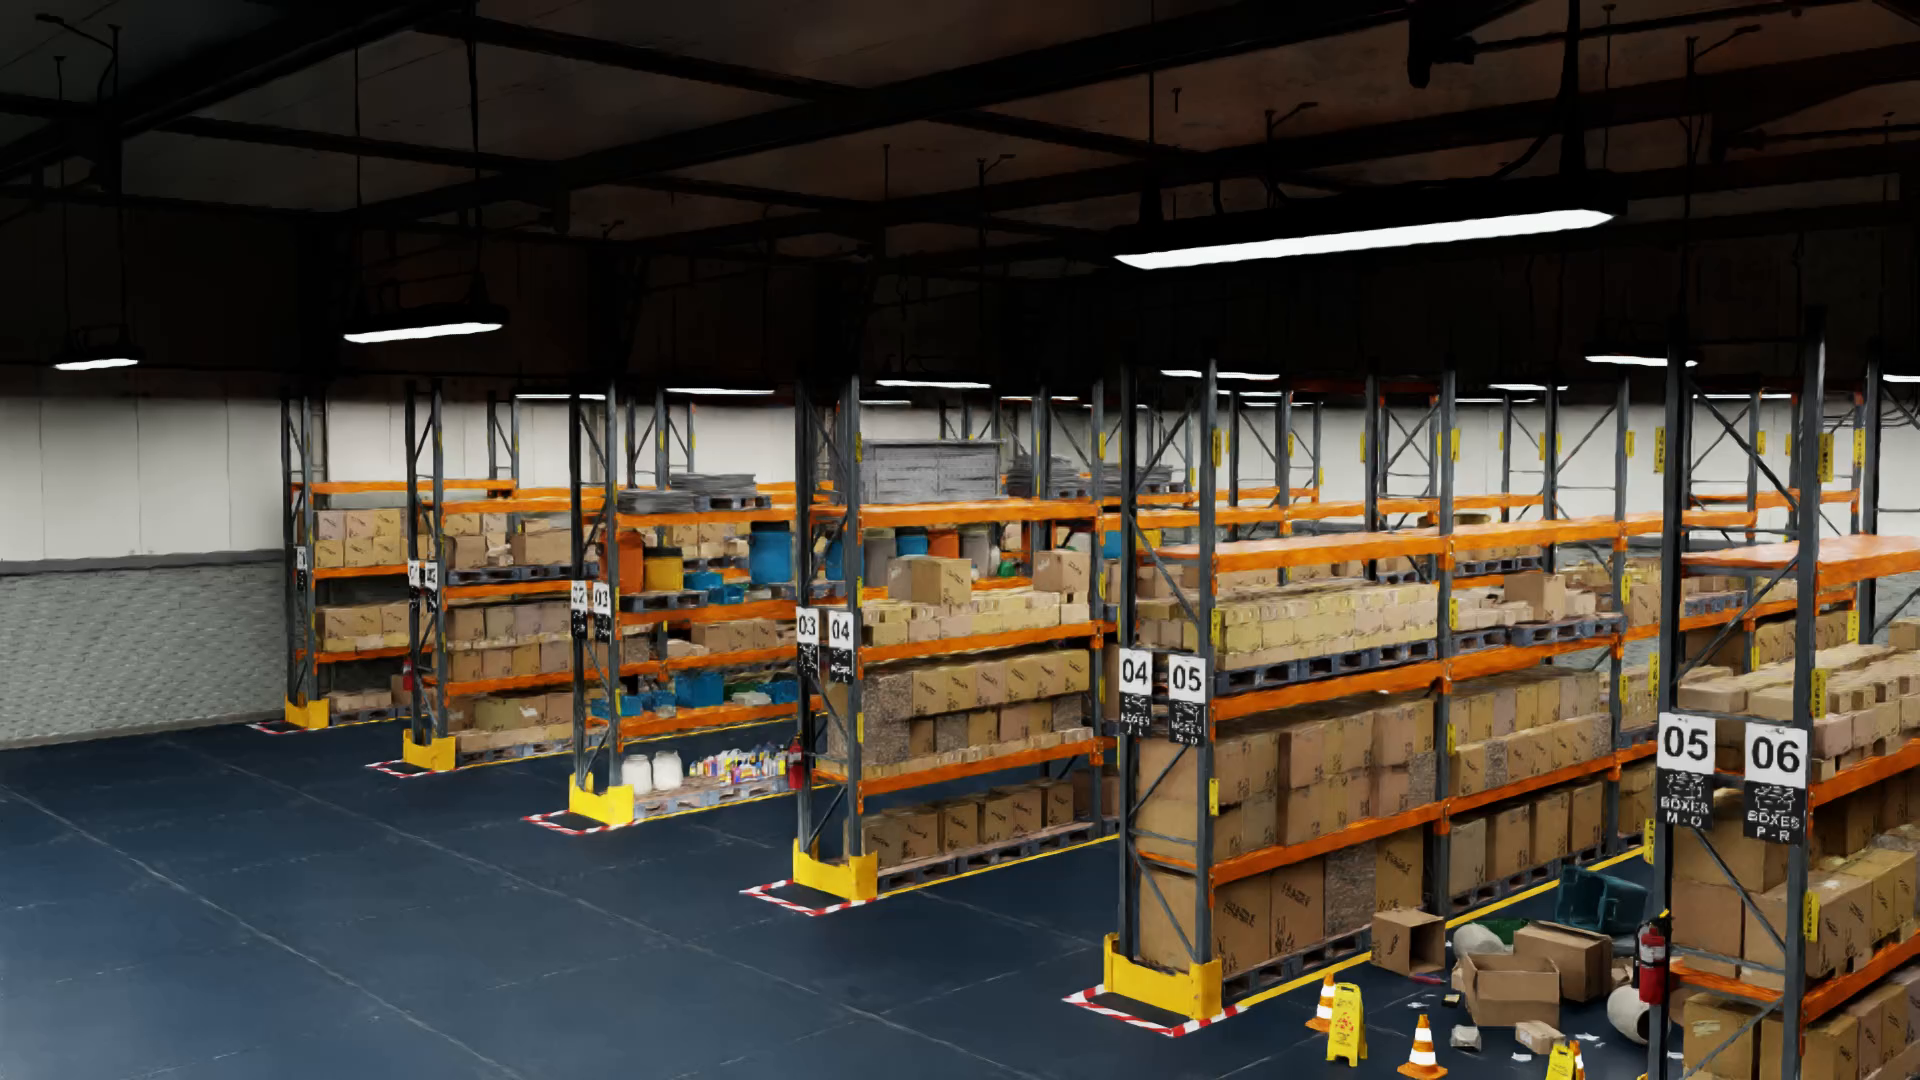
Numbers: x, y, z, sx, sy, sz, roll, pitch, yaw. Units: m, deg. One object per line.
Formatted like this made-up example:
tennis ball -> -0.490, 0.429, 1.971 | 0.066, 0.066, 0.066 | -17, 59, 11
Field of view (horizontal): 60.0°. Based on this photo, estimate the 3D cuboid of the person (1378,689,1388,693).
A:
person -> 5.727, 2.860, 22.507 | 1.122, 1.706, 0.566 | -3, 5, -41
